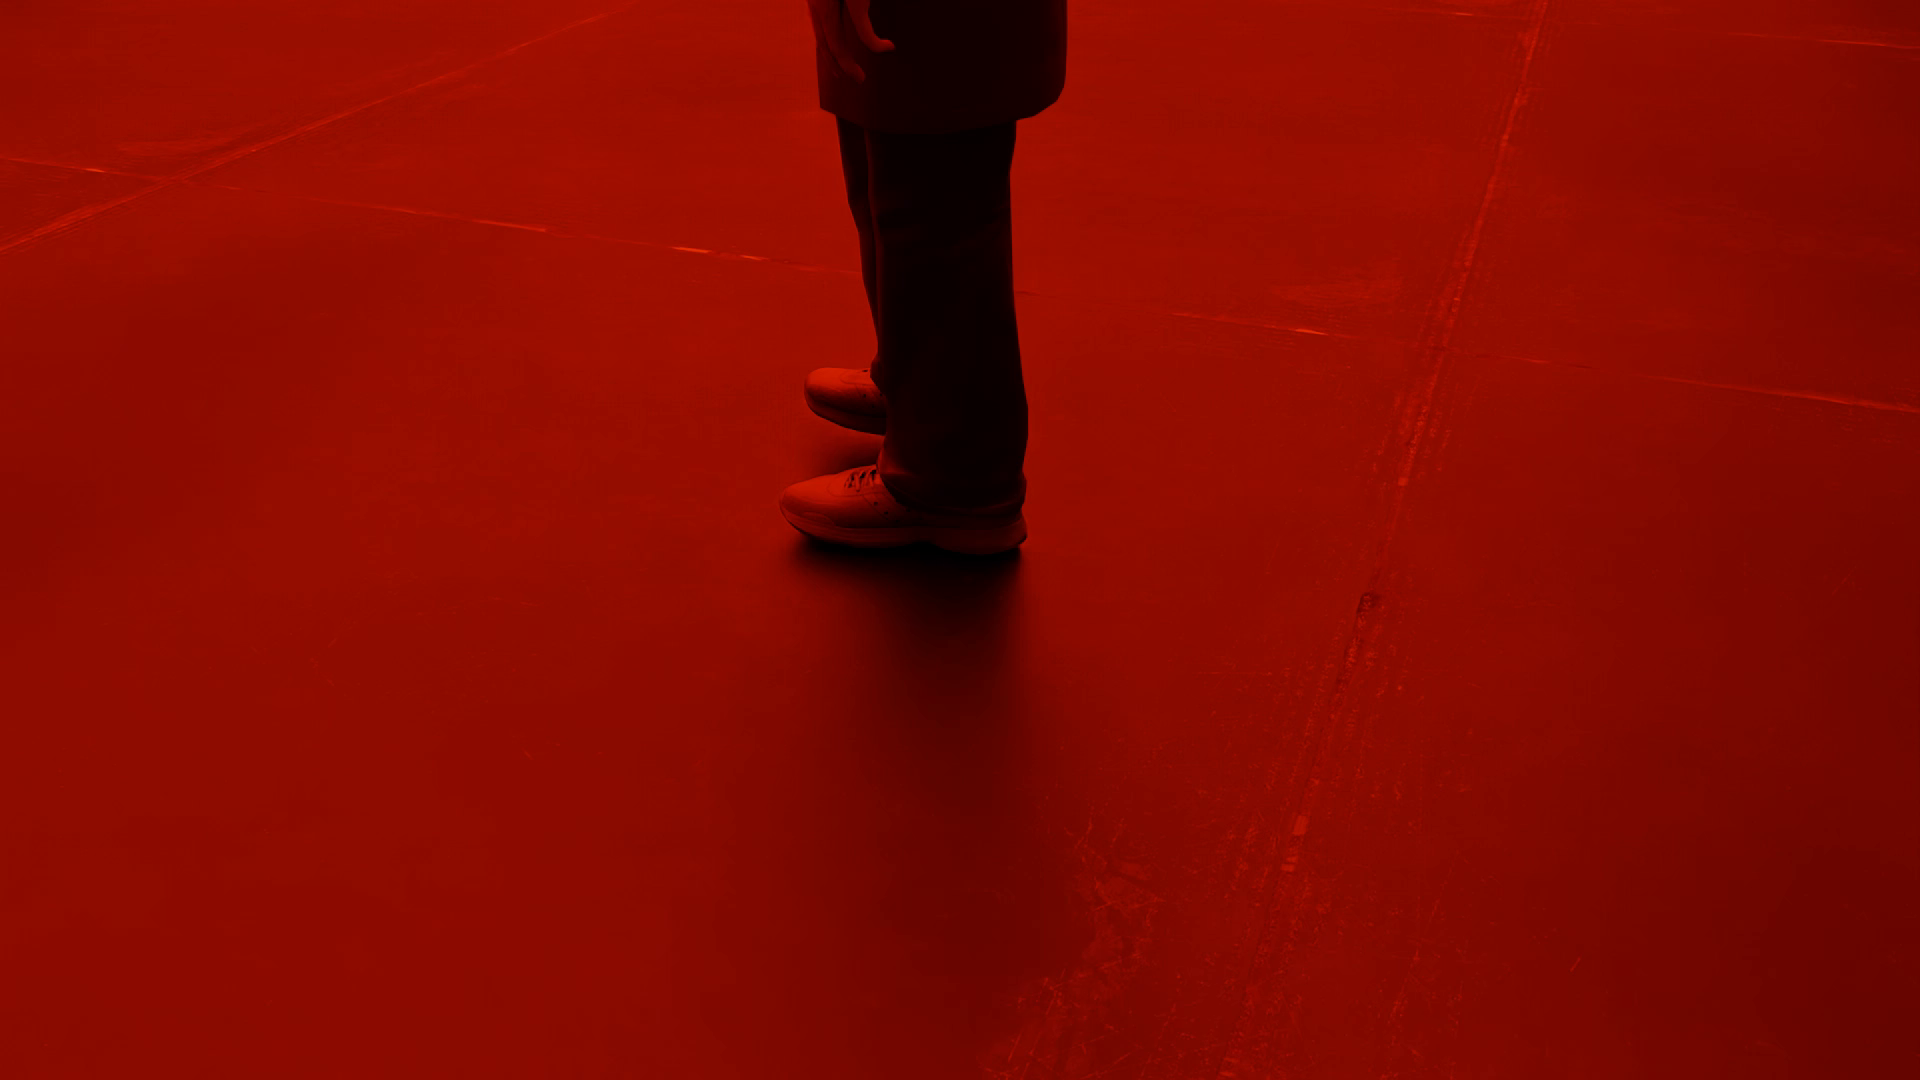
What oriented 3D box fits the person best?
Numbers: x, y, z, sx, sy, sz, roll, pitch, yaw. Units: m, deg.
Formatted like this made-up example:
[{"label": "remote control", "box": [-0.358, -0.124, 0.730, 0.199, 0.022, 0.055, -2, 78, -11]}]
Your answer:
[{"label": "person", "box": [-0.084, -0.799, 2.092, 0.580, 1.778, 0.691, 10, 31, 18]}]
